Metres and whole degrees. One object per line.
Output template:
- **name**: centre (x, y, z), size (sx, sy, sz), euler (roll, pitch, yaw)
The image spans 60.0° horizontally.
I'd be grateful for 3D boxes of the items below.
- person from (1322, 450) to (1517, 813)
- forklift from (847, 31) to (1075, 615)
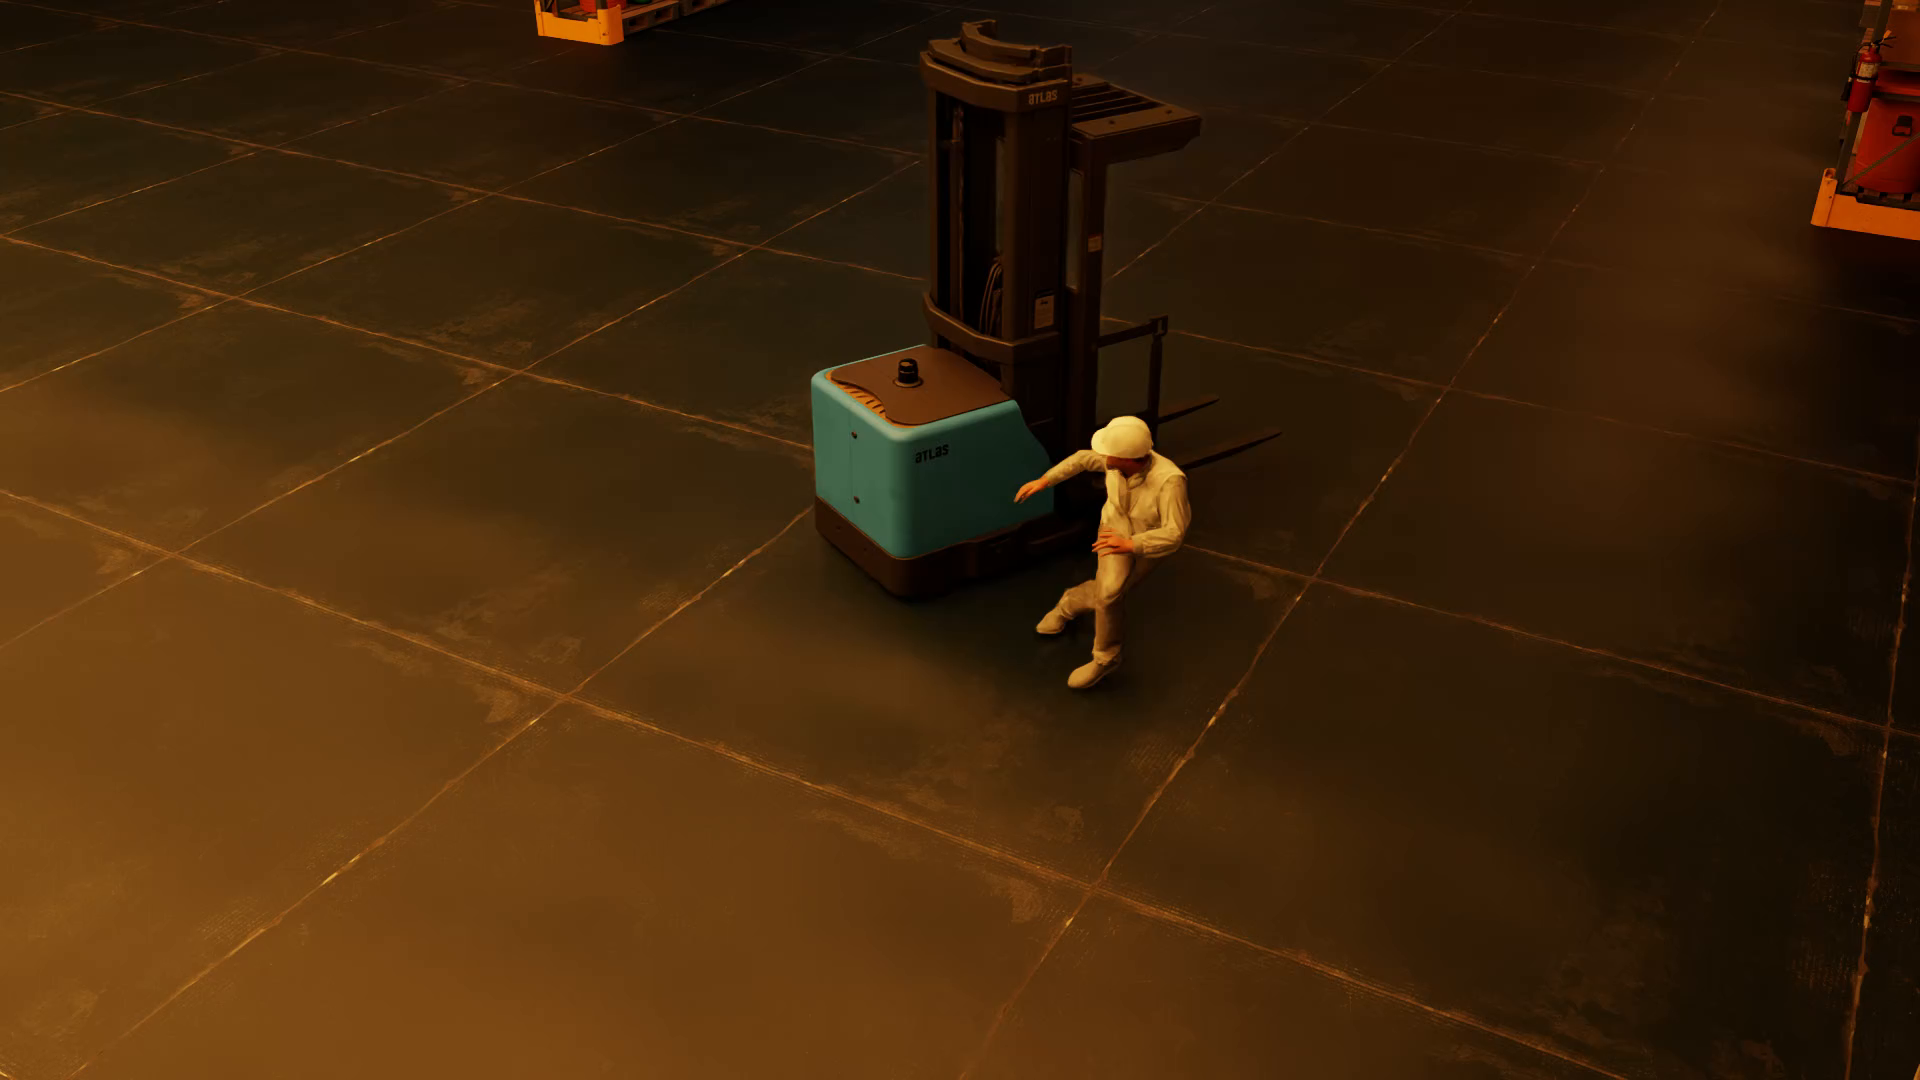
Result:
- **person**: centre (2.104, 0.433, 7.463), size (0.629, 1.773, 0.569), euler (22, 36, 32)
- **forklift**: centre (0.072, -1.572, 9.794), size (1.130, 2.935, 3.031), euler (3, 30, 6)
